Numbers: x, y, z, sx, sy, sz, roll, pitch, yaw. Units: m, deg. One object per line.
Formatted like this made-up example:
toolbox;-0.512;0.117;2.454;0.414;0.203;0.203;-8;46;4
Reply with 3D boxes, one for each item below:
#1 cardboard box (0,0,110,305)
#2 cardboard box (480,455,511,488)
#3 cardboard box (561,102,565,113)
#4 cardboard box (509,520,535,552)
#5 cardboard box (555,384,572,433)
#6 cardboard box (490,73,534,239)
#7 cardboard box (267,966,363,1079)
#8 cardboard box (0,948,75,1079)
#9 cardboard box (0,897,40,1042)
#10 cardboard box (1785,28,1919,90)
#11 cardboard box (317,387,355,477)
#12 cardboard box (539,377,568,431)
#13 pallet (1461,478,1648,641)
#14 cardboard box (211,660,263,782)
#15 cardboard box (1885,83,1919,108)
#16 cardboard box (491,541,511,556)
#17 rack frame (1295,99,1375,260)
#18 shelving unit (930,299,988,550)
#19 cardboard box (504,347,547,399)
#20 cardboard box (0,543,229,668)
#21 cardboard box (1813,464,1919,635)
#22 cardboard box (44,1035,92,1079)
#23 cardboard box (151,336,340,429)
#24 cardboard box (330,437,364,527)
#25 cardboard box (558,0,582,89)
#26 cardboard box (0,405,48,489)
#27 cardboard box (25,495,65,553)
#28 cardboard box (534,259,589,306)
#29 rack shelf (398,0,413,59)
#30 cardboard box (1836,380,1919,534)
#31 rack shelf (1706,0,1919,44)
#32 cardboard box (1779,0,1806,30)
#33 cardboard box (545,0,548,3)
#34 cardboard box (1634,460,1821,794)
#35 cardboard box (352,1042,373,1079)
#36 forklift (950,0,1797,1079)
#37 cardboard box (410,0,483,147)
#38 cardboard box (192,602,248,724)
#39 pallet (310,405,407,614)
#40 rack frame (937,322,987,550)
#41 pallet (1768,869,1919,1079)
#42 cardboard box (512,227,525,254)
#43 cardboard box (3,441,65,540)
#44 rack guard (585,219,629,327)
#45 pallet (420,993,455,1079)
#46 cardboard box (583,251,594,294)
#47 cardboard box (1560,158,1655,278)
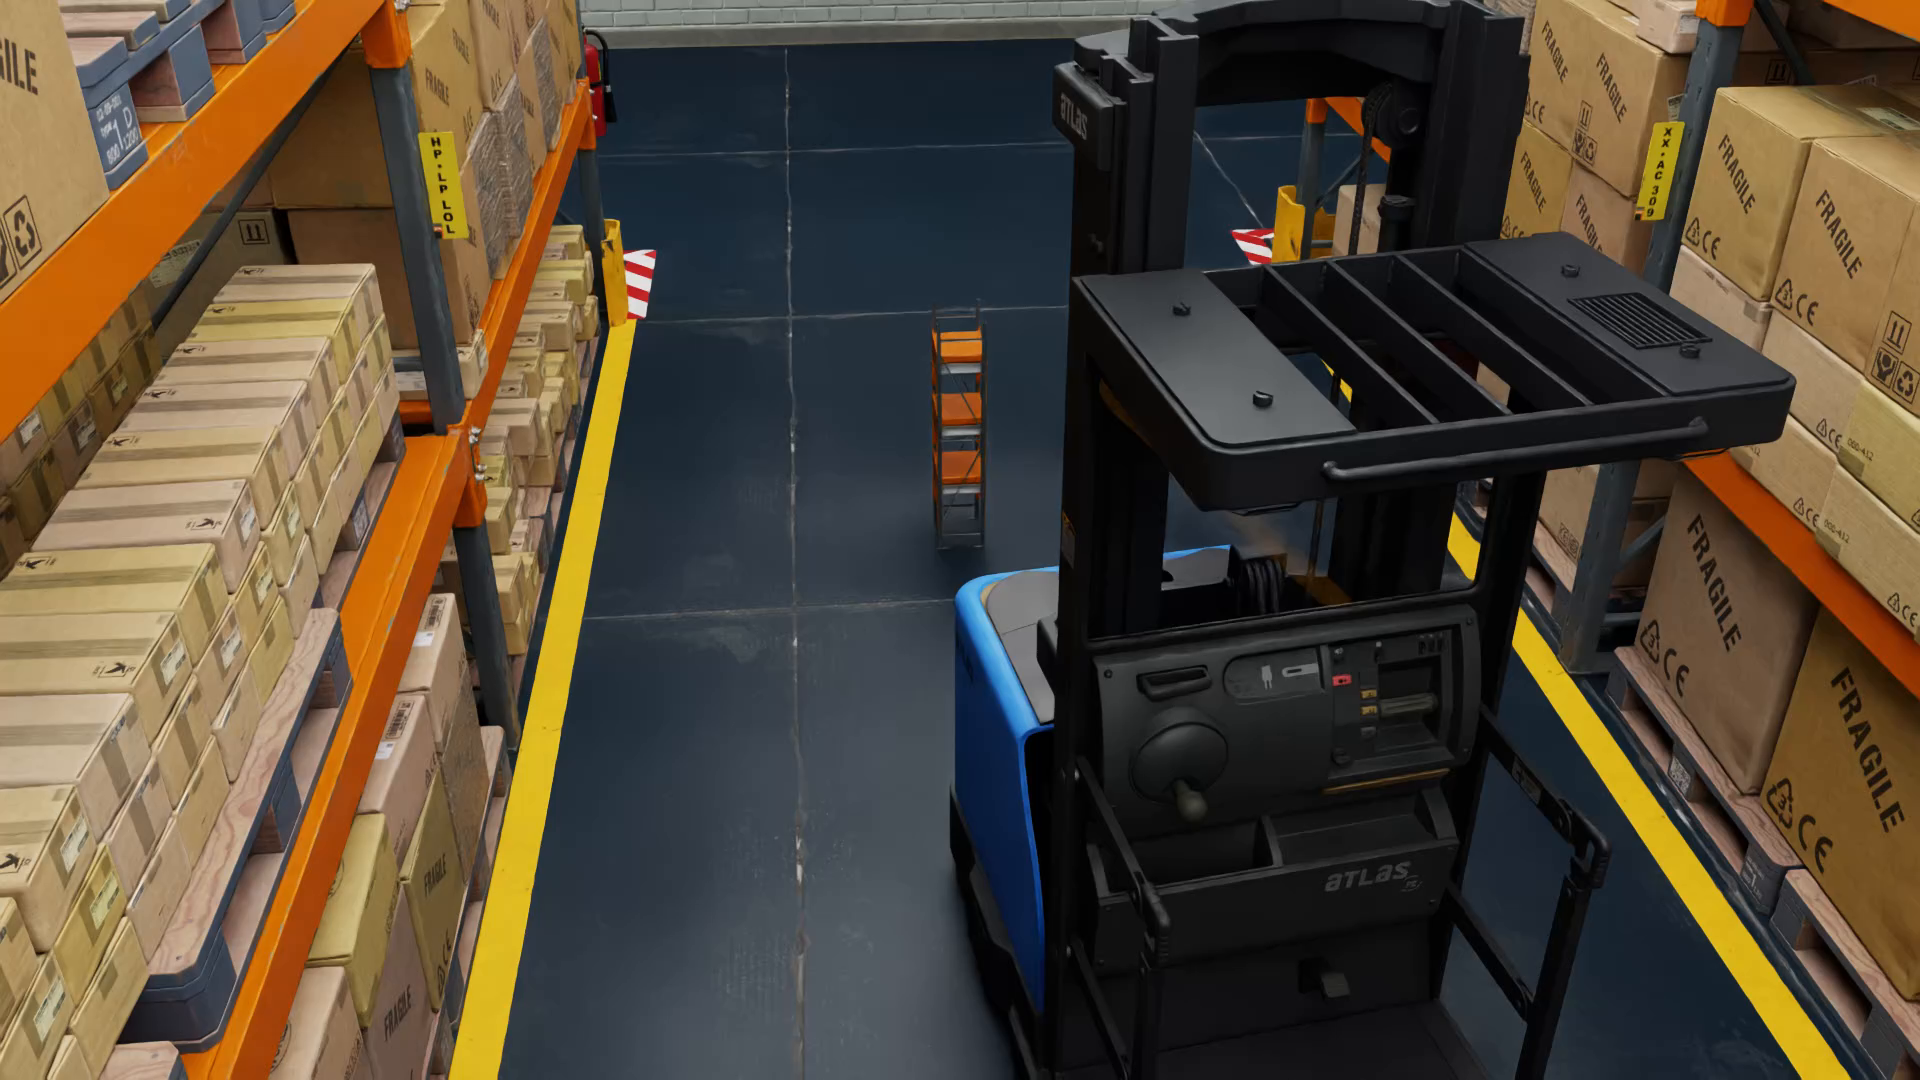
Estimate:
cardboard box;-1.613;-0.633;2.363;0.500;0.500;0.500;-3;31;-5
cardboard box;-1.958;-0.198;6.448;0.380;0.149;0.250;-3;31;-5
cardboard box;-2.169;-2.183;8.225;0.380;0.149;0.250;-3;31;-5
cardboard box;-1.907;0.051;6.609;0.380;0.149;0.250;-3;31;-5
cardboard box;-2.018;-0.612;7.720;0.380;0.149;0.250;-2;31;-4
cardboard box;-1.953;-1.477;6.411;0.500;0.500;0.500;-3;31;-6
cardboard box;-1.623;1.207;3.601;0.500;0.250;0.500;-3;31;-4
cardboard box;-1.620;0.781;2.563;0.380;0.149;0.250;-4;31;-6
cardboard box;-1.616;0.676;2.448;0.380;0.149;0.250;-3;31;-5
cardboard box;3.023;-1.546;5.841;0.500;0.500;0.500;-3;31;-4
cardboard box;-1.813;-0.276;4.332;0.380;0.149;0.250;-1;31;-2
cardboard box;-1.963;-0.601;7.412;0.380;0.149;0.250;-2;31;-4
pallet;2.833;-0.014;7.068;1.003;0.211;1.213;-3;31;-5
cardboard box;-1.709;0.391;3.505;0.380;0.149;0.250;-4;31;-6
cardboard box;3.118;-1.075;5.053;0.500;0.500;0.500;-2;31;-3
cardboard box;-1.921;0.060;6.305;0.380;0.149;0.250;-3;31;-4
rack frame;2.452;-2.862;9.116;1.000;3.000;0.127;-3;31;-5
shelving unit;-0.005;-0.478;7.027;0.215;1.050;0.252;-3;31;-5
cardboard box;-2.039;-0.727;7.333;0.380;0.149;0.250;-3;31;-4
cardboard box;-1.713;0.140;3.346;0.380;0.149;0.250;-3;31;-5
cardboard box;2.686;0.009;4.456;0.500;0.250;0.500;-3;31;-5
cardboard box;-1.611;0.926;2.609;0.380;0.149;0.250;-1;31;-2
cardboard box;-1.813;-0.394;4.239;0.380;0.149;0.250;-4;31;-6
cardboard box;-1.812;-0.150;4.411;0.380;0.149;0.250;-3;31;-5
cardboard box;-2.168;-2.526;8.167;0.500;0.500;0.500;-2;31;-4
cardboard box;-2.440;-0.235;3.973;0.380;0.149;0.250;-3;31;-5
cardboard box;-2.440;0.017;4.131;0.380;0.149;0.250;-2;31;-4
cardboard box;-2.048;-1.269;8.240;0.380;0.149;0.250;-3;31;-6
rack shelf;-2.280;-2.531;6.338;1.077;0.370;4.000;-3;31;-5
cardboard box;2.684;-0.208;4.331;0.500;0.250;0.500;-2;31;-4
rack shelf;3.013;-0.777;3.402;1.077;0.370;4.000;-3;31;-5
cardboard box;3.015;-1.874;5.757;0.380;0.149;0.250;-2;31;-4
cardboard box;-2.129;-2.692;7.470;0.500;0.500;0.500;-4;31;-6
cardboard box;2.964;0.225;5.610;0.875;0.875;0.875;-2;31;-3
cardboard box;-1.634;1.513;3.820;0.500;0.500;0.500;-4;31;-6
forklift;0.815;0.451;3.636;1.130;2.935;3.031;-7;32;-12
cardboard box;-1.956;-1.636;5.702;0.500;0.500;0.500;-4;31;-6
cardboard box;-1.715;0.260;3.435;0.380;0.149;0.250;-2;31;-3
pallet;-2.166;-0.051;4.597;1.003;0.211;1.213;-3;31;-5
rack frame;0.006;-0.416;6.922;0.200;1.050;0.008;-3;31;-5
pallet;3.090;1.392;4.713;1.003;0.211;1.213;-3;31;-5
cardboard box;-1.965;-1.253;6.668;0.380;0.149;0.250;-1;31;-2
cardboard box;-2.438;-0.111;4.056;0.380;0.149;0.250;-4;31;-7
rack guard;-2.460;-1.461;9.208;1.175;0.500;0.348;-3;31;-5
pallet;-1.902;1.688;4.218;1.003;0.211;1.213;-3;31;-5
cardboard box;-2.133;-1.401;8.751;0.380;0.149;0.250;-4;31;-6
cardboard box;2.528;-1.087;6.047;0.500;0.500;0.500;-2;31;-4
